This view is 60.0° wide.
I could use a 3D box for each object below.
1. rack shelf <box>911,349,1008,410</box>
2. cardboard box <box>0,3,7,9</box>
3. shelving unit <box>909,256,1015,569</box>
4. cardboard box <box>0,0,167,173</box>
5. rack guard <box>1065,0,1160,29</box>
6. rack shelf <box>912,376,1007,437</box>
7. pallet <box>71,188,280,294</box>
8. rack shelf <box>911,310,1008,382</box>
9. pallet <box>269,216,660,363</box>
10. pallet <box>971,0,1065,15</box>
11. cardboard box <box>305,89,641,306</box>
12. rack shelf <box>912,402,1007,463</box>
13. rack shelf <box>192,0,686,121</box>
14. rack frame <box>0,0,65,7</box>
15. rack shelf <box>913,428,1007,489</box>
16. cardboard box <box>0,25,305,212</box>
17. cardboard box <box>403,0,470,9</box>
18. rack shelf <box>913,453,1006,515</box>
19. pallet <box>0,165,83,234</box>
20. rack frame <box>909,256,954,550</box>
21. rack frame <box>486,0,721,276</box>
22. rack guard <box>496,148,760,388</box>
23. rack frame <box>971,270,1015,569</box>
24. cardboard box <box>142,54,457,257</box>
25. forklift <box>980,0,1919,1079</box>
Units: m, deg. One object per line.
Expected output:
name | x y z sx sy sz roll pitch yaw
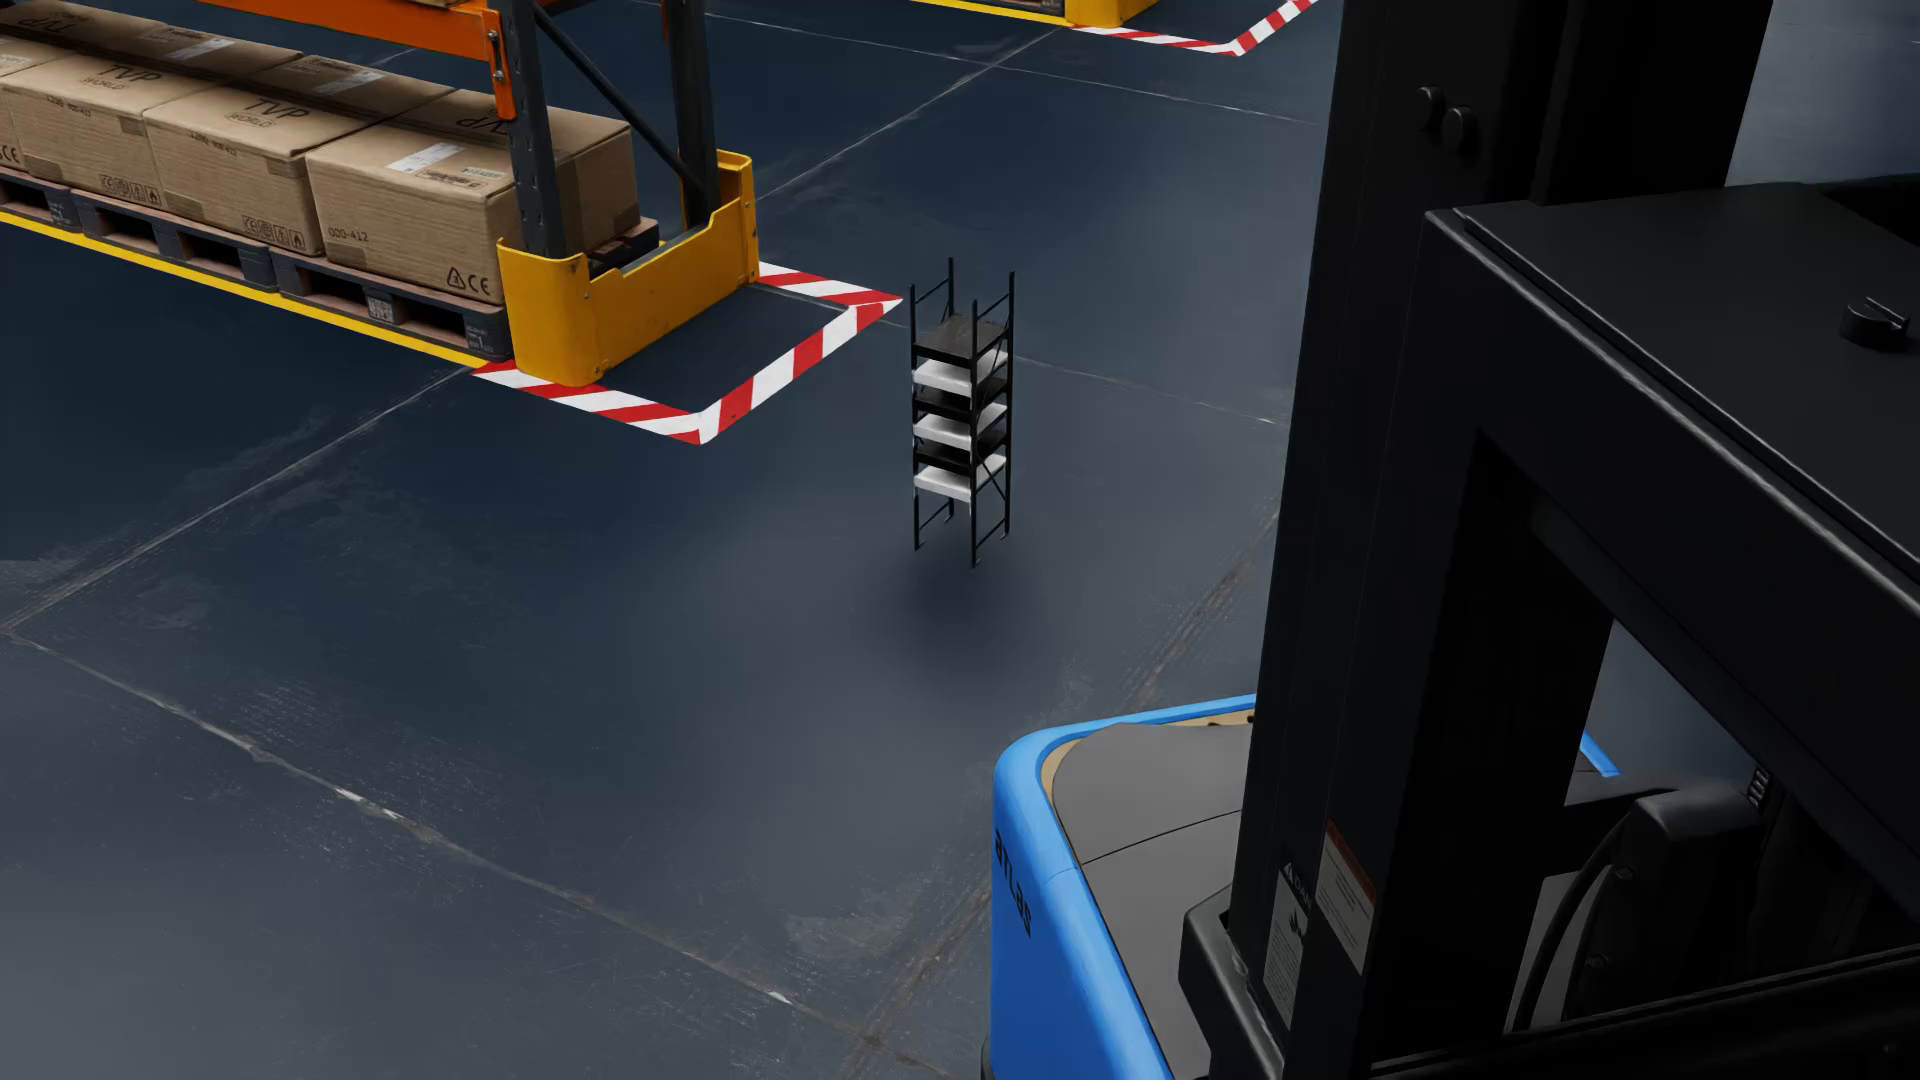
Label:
rack shelf | 0.007 -0.494 4.916 0.200 0.077 0.258 18 37 24
cardboard box | -5.316 -2.651 8.062 0.875 0.875 0.875 19 38 26
shelving unit | 0.007 -0.372 4.997 0.210 0.900 0.258 18 37 24
cardboard box | -4.246 -2.112 7.648 0.875 0.438 0.875 17 37 24
rack guard | 1.038 -3.518 10.083 0.348 0.500 1.175 18 37 24
rack shelf | 0.007 -0.419 4.966 0.200 0.077 0.258 18 37 24
pallet | -3.053 -1.486 7.291 1.213 0.211 1.003 18 37 24
rack shelf | 0.007 -0.569 4.866 0.200 0.077 0.258 18 37 24
pallet | -1.998 -1.150 6.786 1.213 0.211 1.003 18 37 24
pallet | 0.350 -3.639 10.524 1.213 0.211 1.003 18 37 24
cardboard box | -1.887 -1.370 6.534 0.875 0.438 0.875 16 37 23
rack shelf | 0.007 -0.345 5.016 0.200 0.077 0.258 18 37 24
rack shelf | -3.001 -2.379 6.765 4.000 0.370 1.077 18 37 24
rack frame | -4.738 -3.228 7.391 0.127 3.000 1.000 18 37 24
rack shelf | 0.007 -0.270 5.066 0.200 0.077 0.258 18 37 24
cardboard box | -3.468 -1.866 7.279 0.875 0.438 0.875 16 37 23
cardboard box | -1.815 -2.175 5.720 0.500 0.500 0.500 18 38 25
rack shelf | 0.007 -0.195 5.115 0.200 0.077 0.258 18 37 24
pallet | -4.116 -1.821 7.794 1.213 0.211 1.003 18 37 24
rack frame | -0.081 -0.400 5.039 0.006 0.900 0.240 18 37 24
rack frame | -1.265 -2.128 5.739 0.127 3.000 1.000 18 37 24
rack guard | -1.244 -1.081 6.422 0.348 0.500 1.175 18 37 24
rack frame | 0.095 -0.344 4.955 0.006 0.900 0.240 18 37 24
cardboard box | -2.686 -1.617 6.905 0.875 0.438 0.875 19 38 26
forklift | 0.902 0.729 1.510 1.130 2.935 3.031 -8 35 -12
